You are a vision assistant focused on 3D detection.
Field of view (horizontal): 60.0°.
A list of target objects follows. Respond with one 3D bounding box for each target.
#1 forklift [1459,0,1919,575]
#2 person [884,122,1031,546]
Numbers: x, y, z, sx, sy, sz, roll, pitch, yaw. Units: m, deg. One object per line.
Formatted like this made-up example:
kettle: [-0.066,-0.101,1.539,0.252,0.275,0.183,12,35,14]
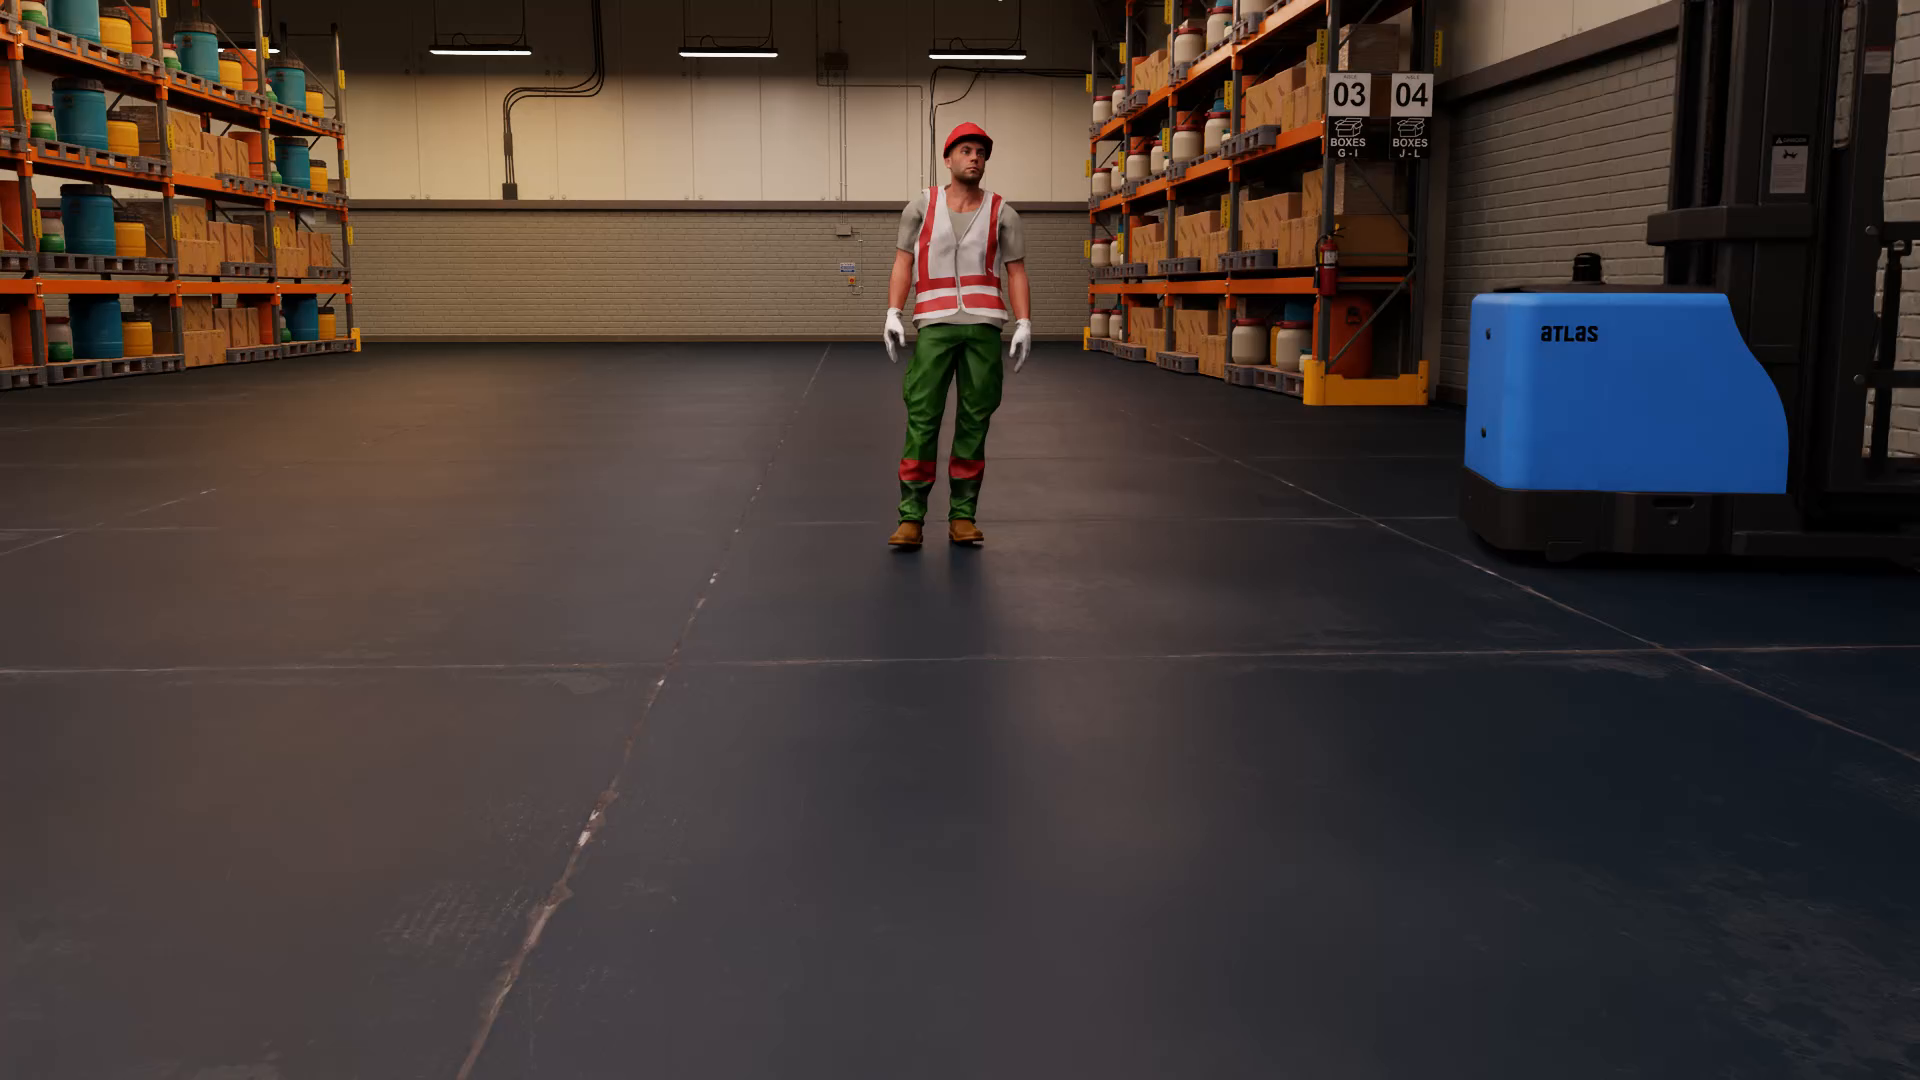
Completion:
forklift: [3.688,-1.385,6.658,3.031,2.935,1.130,1,9,7]
person: [-0.006,-0.880,7.097,0.638,1.789,0.562,-1,8,-4]
